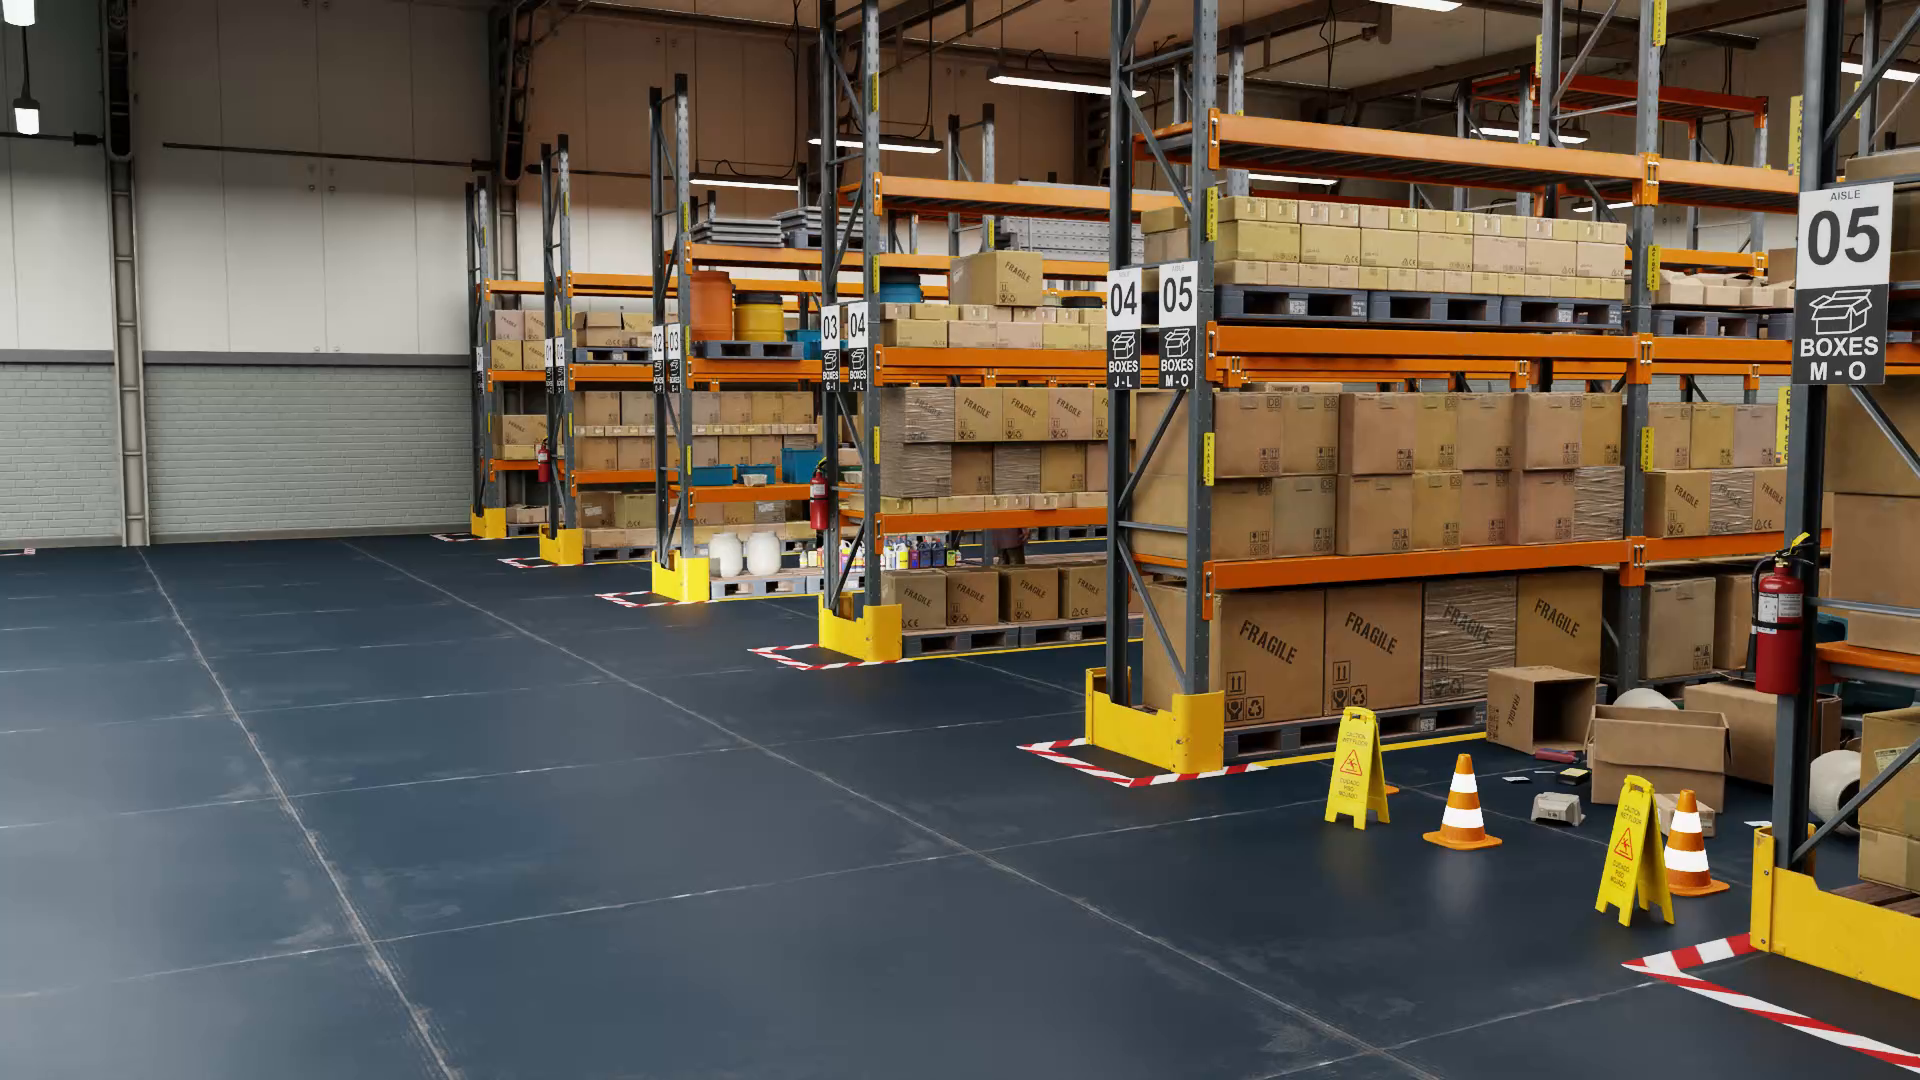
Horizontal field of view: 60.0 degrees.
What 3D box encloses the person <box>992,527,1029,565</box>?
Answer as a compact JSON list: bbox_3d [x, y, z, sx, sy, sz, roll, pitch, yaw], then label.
[{"bbox_3d":[0.560,-0.145,18.883,0.415,1.774,0.654,-3,6,-30],"label":"person"}]
